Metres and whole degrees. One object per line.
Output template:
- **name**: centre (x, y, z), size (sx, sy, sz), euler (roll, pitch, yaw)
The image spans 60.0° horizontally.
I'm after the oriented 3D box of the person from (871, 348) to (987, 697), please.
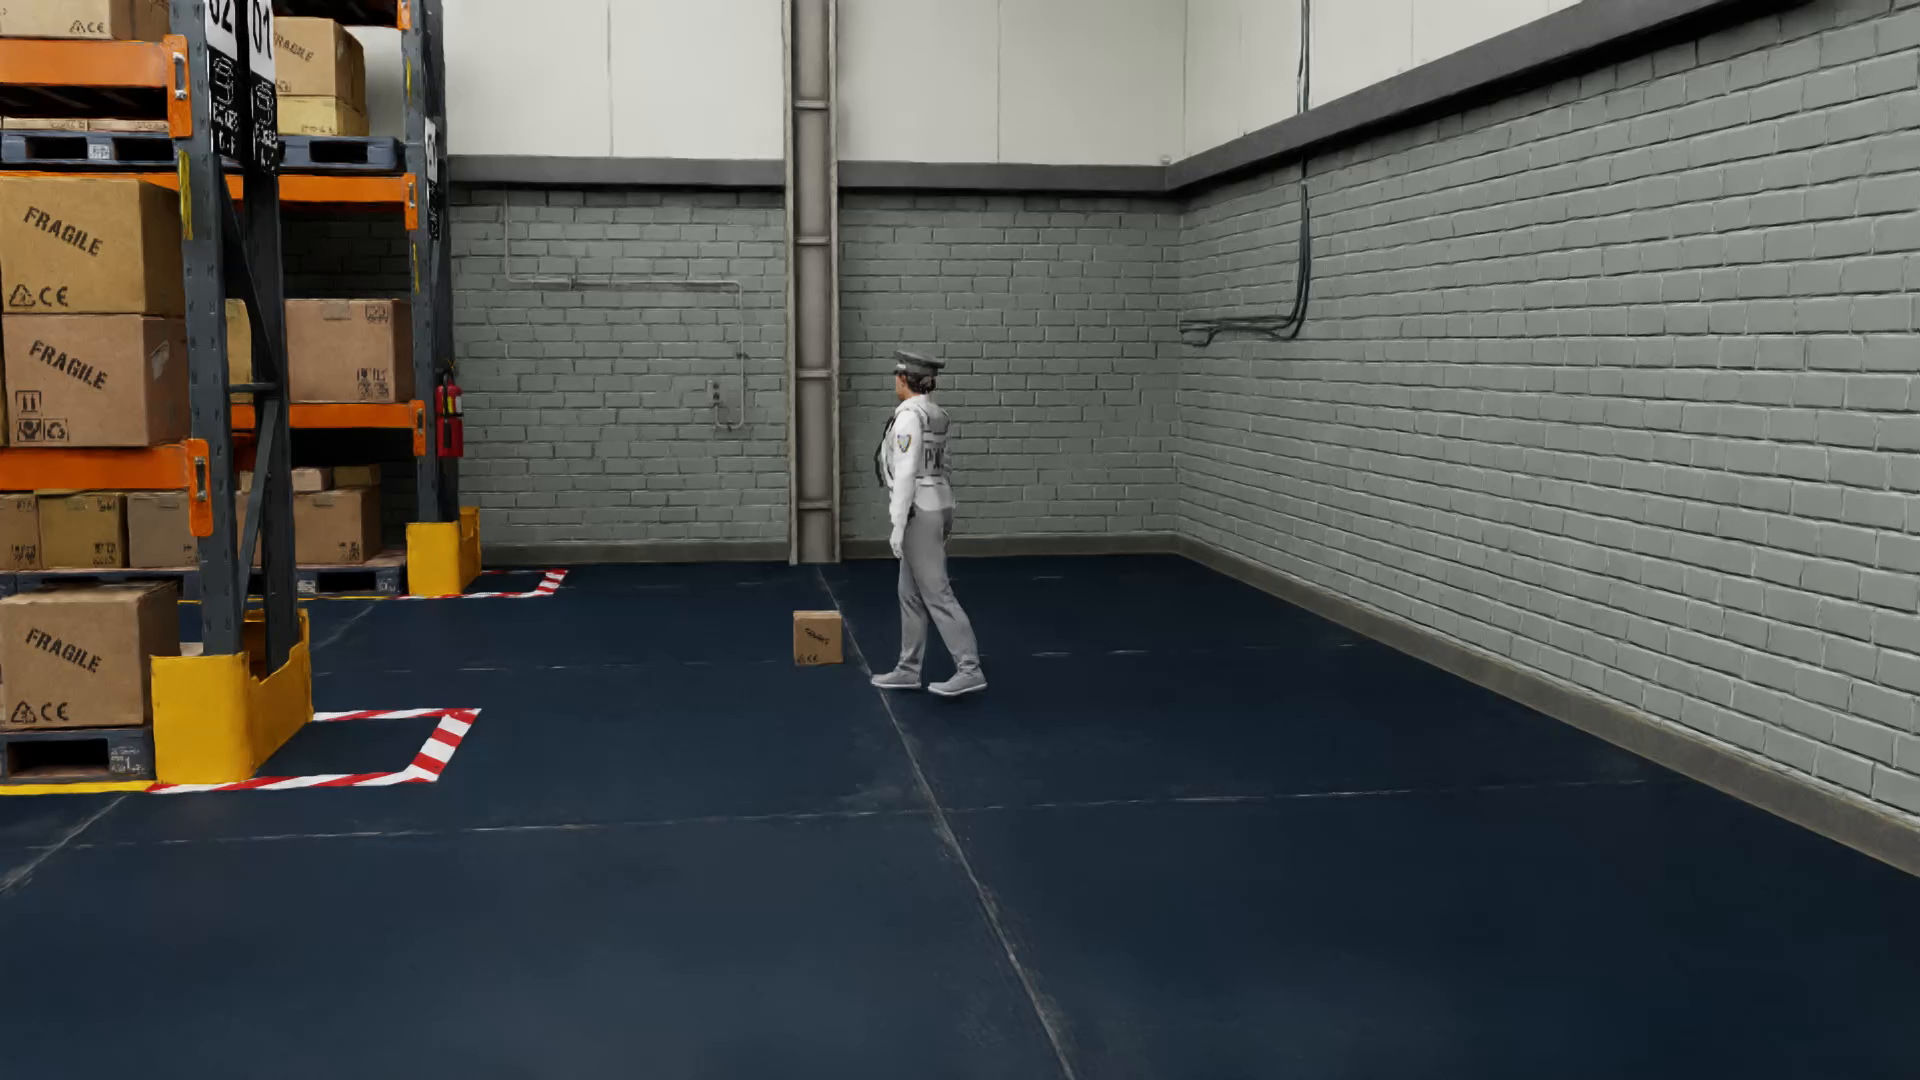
- **person**: centre (-0.167, -0.080, 7.991), size (0.657, 1.670, 0.503), euler (2, 7, 18)
